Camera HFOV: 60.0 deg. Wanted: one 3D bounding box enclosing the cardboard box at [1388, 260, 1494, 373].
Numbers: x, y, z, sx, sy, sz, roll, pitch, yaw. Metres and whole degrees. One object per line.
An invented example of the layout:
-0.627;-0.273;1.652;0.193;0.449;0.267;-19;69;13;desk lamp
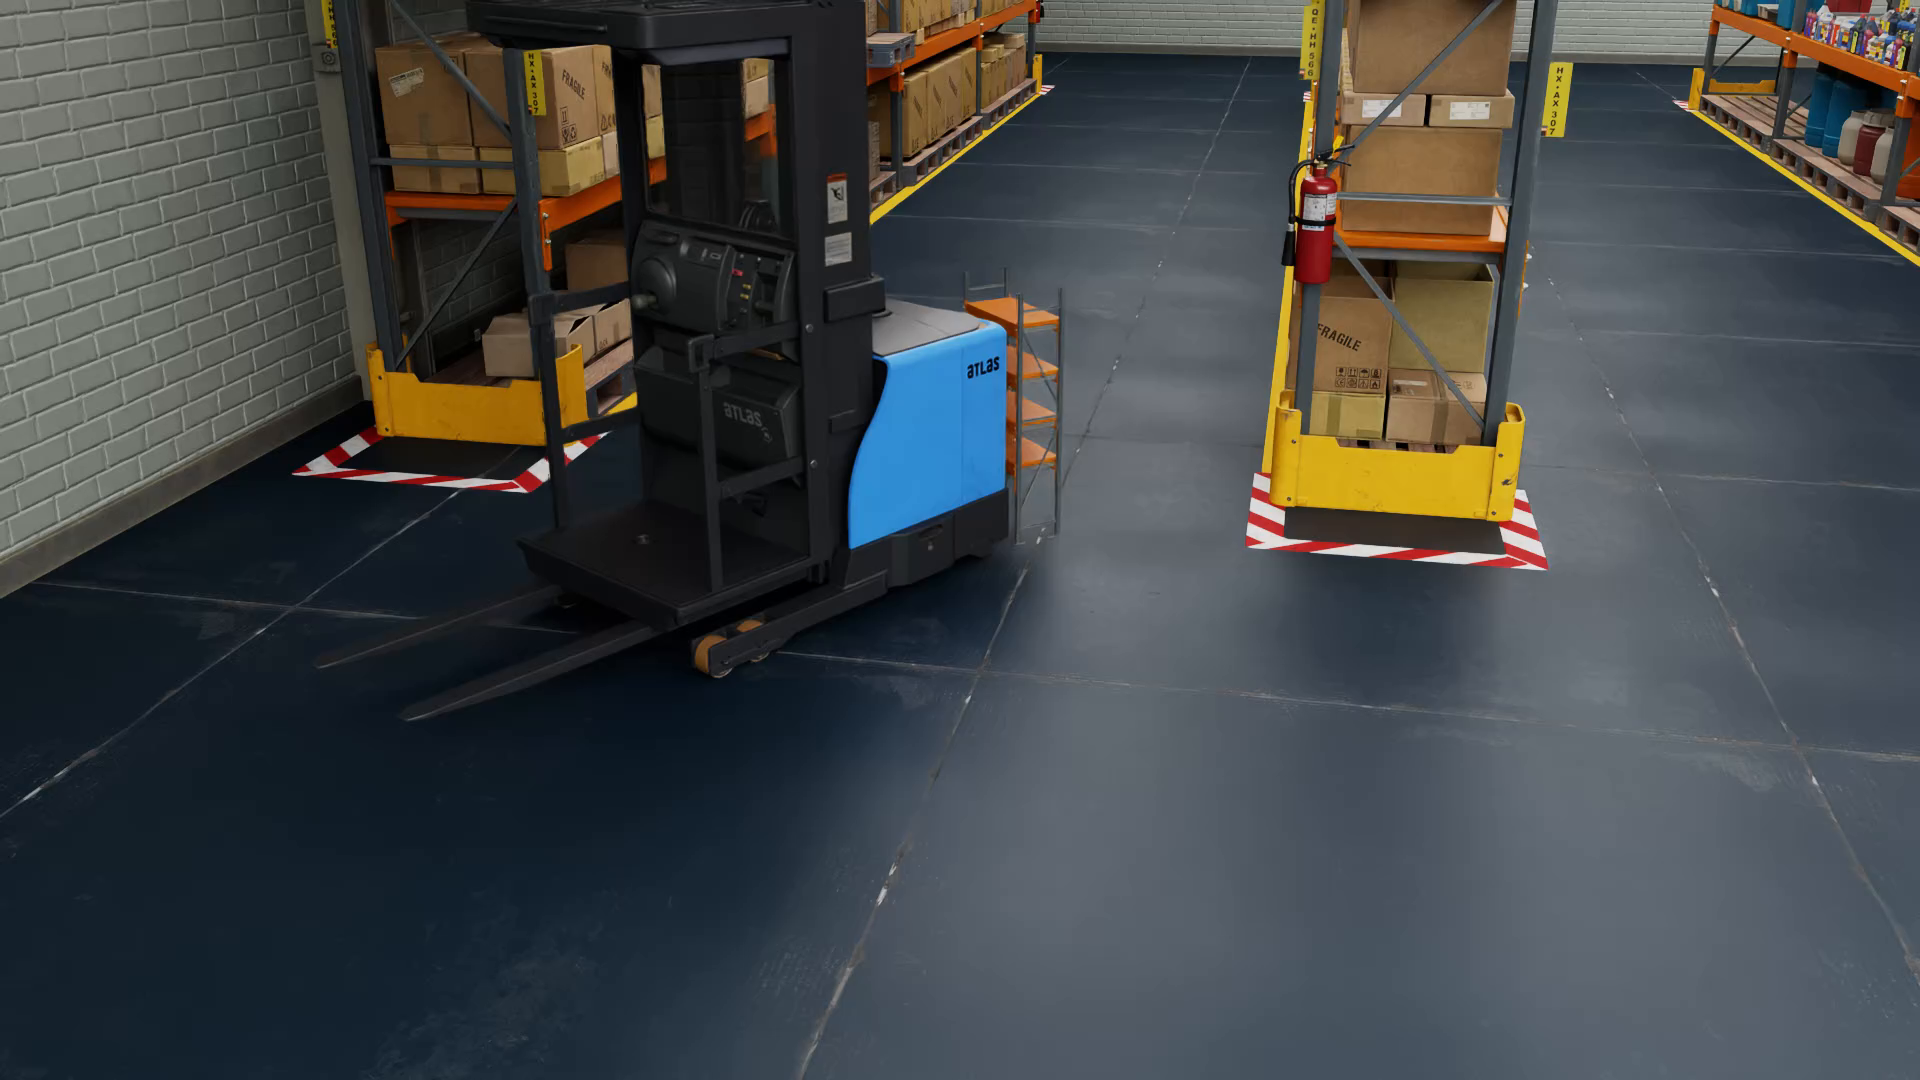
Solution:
2.579;-1.222;8.988;0.500;0.500;0.500;4;22;11;cardboard box

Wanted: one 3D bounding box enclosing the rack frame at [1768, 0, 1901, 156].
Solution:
9.448;-5.603;17.749;1.000;3.000;0.127;4;22;11;rack frame

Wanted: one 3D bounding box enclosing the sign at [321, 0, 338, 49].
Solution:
-3.238;-2.702;8.576;0.100;0.325;0.005;4;22;11;sign

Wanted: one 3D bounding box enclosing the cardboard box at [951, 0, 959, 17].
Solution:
-0.303;-5.993;18.160;0.500;0.500;0.500;4;22;11;cardboard box

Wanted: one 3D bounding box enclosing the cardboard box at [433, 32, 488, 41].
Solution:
-2.698;-2.629;9.535;0.500;0.500;0.500;5;22;12;cardboard box

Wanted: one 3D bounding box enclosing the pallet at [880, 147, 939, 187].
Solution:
-0.832;-3.884;17.215;1.003;0.211;1.213;4;22;11;pallet

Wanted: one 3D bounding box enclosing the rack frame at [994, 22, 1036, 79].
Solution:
0.566;-7.821;23.257;1.000;3.000;0.127;4;22;11;rack frame

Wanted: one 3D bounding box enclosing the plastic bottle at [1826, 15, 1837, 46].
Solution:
8.775;-5.122;16.712;0.061;0.283;0.133;4;22;11;plastic bottle

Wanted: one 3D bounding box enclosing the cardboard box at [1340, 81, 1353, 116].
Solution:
2.095;-2.190;8.275;0.380;0.149;0.250;5;22;12;cardboard box

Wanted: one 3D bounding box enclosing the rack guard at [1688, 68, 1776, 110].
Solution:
10.257;-5.916;21.873;1.175;0.500;0.348;4;22;11;rack guard

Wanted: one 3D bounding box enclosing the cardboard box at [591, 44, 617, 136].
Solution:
-2.197;-2.588;9.435;0.500;0.500;0.500;5;22;11;cardboard box

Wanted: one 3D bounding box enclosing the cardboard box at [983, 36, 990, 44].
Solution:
0.197;-6.677;22.334;0.380;0.149;0.250;5;22;11;cardboard box

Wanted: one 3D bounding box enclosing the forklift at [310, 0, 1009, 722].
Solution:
-1.136;-1.033;6.496;1.130;2.935;3.031;19;28;38;forklift

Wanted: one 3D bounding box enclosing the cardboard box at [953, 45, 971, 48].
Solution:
-0.063;-6.211;21.176;0.380;0.149;0.250;4;22;9;cardboard box

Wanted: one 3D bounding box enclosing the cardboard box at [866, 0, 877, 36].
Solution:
-1.153;-4.973;15.463;0.700;0.500;0.500;2;22;5;cardboard box

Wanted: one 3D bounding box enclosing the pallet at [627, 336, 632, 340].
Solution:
-2.232;-1.443;11.153;1.003;0.211;1.213;4;22;11;pallet

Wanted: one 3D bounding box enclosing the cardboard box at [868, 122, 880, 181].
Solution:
-1.162;-3.672;15.713;0.700;0.500;0.500;5;22;12;cardboard box

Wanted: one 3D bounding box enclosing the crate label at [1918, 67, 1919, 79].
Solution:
8.179;-3.937;13.837;0.303;0.233;0.416;4;22;11;crate label

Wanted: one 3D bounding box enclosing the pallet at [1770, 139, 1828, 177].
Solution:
9.250;-4.030;17.578;1.003;0.211;1.213;4;22;11;pallet

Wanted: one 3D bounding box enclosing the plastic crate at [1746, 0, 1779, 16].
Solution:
9.562;-6.359;19.772;0.416;0.233;0.300;4;22;11;plastic crate

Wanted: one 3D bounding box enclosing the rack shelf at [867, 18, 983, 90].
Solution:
-0.658;-5.293;17.943;1.077;0.370;4.000;4;22;11;rack shelf

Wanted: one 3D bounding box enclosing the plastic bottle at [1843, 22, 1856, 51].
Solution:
8.674;-4.903;16.185;0.097;0.271;0.097;0;22;0;plastic bottle

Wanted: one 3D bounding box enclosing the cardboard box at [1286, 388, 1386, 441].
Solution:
1.972;-0.731;8.772;0.500;0.250;0.500;4;22;11;cardboard box

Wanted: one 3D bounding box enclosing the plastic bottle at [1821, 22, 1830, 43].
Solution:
8.836;-5.160;16.918;0.097;0.201;0.097;0;22;0;plastic bottle

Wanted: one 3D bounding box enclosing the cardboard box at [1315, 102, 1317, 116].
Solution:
4.263;-4.868;18.682;0.500;0.500;0.500;3;22;8;cardboard box

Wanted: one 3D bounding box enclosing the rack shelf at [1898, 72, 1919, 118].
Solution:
8.224;-3.075;12.435;1.077;0.370;4.000;4;22;11;rack shelf

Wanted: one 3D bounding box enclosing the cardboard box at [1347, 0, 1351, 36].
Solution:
2.781;-3.356;10.301;0.700;0.500;0.500;4;22;11;cardboard box

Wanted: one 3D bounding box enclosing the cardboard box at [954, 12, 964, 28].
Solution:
-0.164;-5.819;18.596;0.380;0.149;0.250;4;22;11;cardboard box

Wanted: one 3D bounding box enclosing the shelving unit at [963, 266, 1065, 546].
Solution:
0.245;-0.632;7.816;0.258;1.200;0.503;-12;25;-27;shelving unit

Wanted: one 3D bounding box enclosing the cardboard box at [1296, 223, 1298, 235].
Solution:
2.263;-1.628;9.996;0.500;0.500;0.500;4;22;11;cardboard box

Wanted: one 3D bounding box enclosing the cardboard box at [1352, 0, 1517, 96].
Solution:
2.270;-2.430;8.002;0.700;0.500;0.500;5;22;11;cardboard box

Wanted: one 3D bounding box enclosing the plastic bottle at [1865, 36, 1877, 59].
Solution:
8.525;-4.602;15.532;0.097;0.201;0.097;0;22;0;plastic bottle

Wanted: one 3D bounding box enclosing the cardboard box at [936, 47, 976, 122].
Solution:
-0.256;-5.308;19.333;0.750;0.750;0.750;5;22;12;cardboard box

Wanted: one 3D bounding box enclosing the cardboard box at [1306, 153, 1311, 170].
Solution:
3.184;-3.150;14.027;0.500;0.311;0.500;4;22;9;cardboard box

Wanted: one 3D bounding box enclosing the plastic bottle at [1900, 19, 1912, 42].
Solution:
9.354;-5.010;16.449;0.097;0.271;0.097;0;22;0;plastic bottle

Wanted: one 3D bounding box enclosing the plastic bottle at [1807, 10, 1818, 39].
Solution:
8.929;-5.398;17.398;0.061;0.283;0.133;4;22;11;plastic bottle

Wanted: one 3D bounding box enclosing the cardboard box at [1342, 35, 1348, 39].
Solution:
2.621;-3.133;10.616;0.380;0.149;0.250;4;22;10;cardboard box

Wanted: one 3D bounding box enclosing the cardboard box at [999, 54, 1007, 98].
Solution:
0.215;-6.030;21.594;0.700;0.500;0.500;5;22;12;cardboard box

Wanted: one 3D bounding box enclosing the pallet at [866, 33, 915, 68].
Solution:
-1.108;-4.537;15.361;1.213;0.211;1.003;4;22;11;pallet

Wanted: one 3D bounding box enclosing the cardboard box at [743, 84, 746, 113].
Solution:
-1.792;-2.994;11.446;0.500;0.250;0.500;5;22;11;cardboard box

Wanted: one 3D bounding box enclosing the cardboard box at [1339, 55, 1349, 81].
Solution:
2.357;-2.662;9.446;0.380;0.149;0.250;4;22;10;cardboard box

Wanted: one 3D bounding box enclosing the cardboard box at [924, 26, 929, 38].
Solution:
-0.537;-5.363;17.464;0.380;0.149;0.250;5;22;12;cardboard box

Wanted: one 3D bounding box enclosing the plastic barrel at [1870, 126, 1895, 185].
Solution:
8.743;-3.574;15.481;0.421;0.512;0.421;0;22;0;plastic barrel

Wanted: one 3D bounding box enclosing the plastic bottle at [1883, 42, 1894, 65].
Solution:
8.405;-4.389;15.002;0.097;0.201;0.097;0;22;0;plastic bottle

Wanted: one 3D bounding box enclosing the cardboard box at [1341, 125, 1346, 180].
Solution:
2.469;-2.183;9.124;0.700;0.500;0.500;5;22;11;cardboard box

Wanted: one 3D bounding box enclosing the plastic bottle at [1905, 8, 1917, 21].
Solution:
9.543;-5.151;16.694;0.144;0.351;0.185;4;22;11;plastic bottle

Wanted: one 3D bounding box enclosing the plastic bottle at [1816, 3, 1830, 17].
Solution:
9.051;-5.461;17.464;0.144;0.351;0.185;4;22;11;plastic bottle

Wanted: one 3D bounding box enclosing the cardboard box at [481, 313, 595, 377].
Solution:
-2.470;-1.172;9.759;0.500;0.311;0.500;2;22;5;cardboard box

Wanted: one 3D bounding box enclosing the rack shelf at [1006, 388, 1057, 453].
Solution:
0.245;-0.569;7.841;0.258;0.148;0.480;-12;25;-27;rack shelf

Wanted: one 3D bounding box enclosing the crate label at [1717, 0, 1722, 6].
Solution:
9.892;-6.950;21.240;0.416;0.233;0.303;4;22;11;crate label
